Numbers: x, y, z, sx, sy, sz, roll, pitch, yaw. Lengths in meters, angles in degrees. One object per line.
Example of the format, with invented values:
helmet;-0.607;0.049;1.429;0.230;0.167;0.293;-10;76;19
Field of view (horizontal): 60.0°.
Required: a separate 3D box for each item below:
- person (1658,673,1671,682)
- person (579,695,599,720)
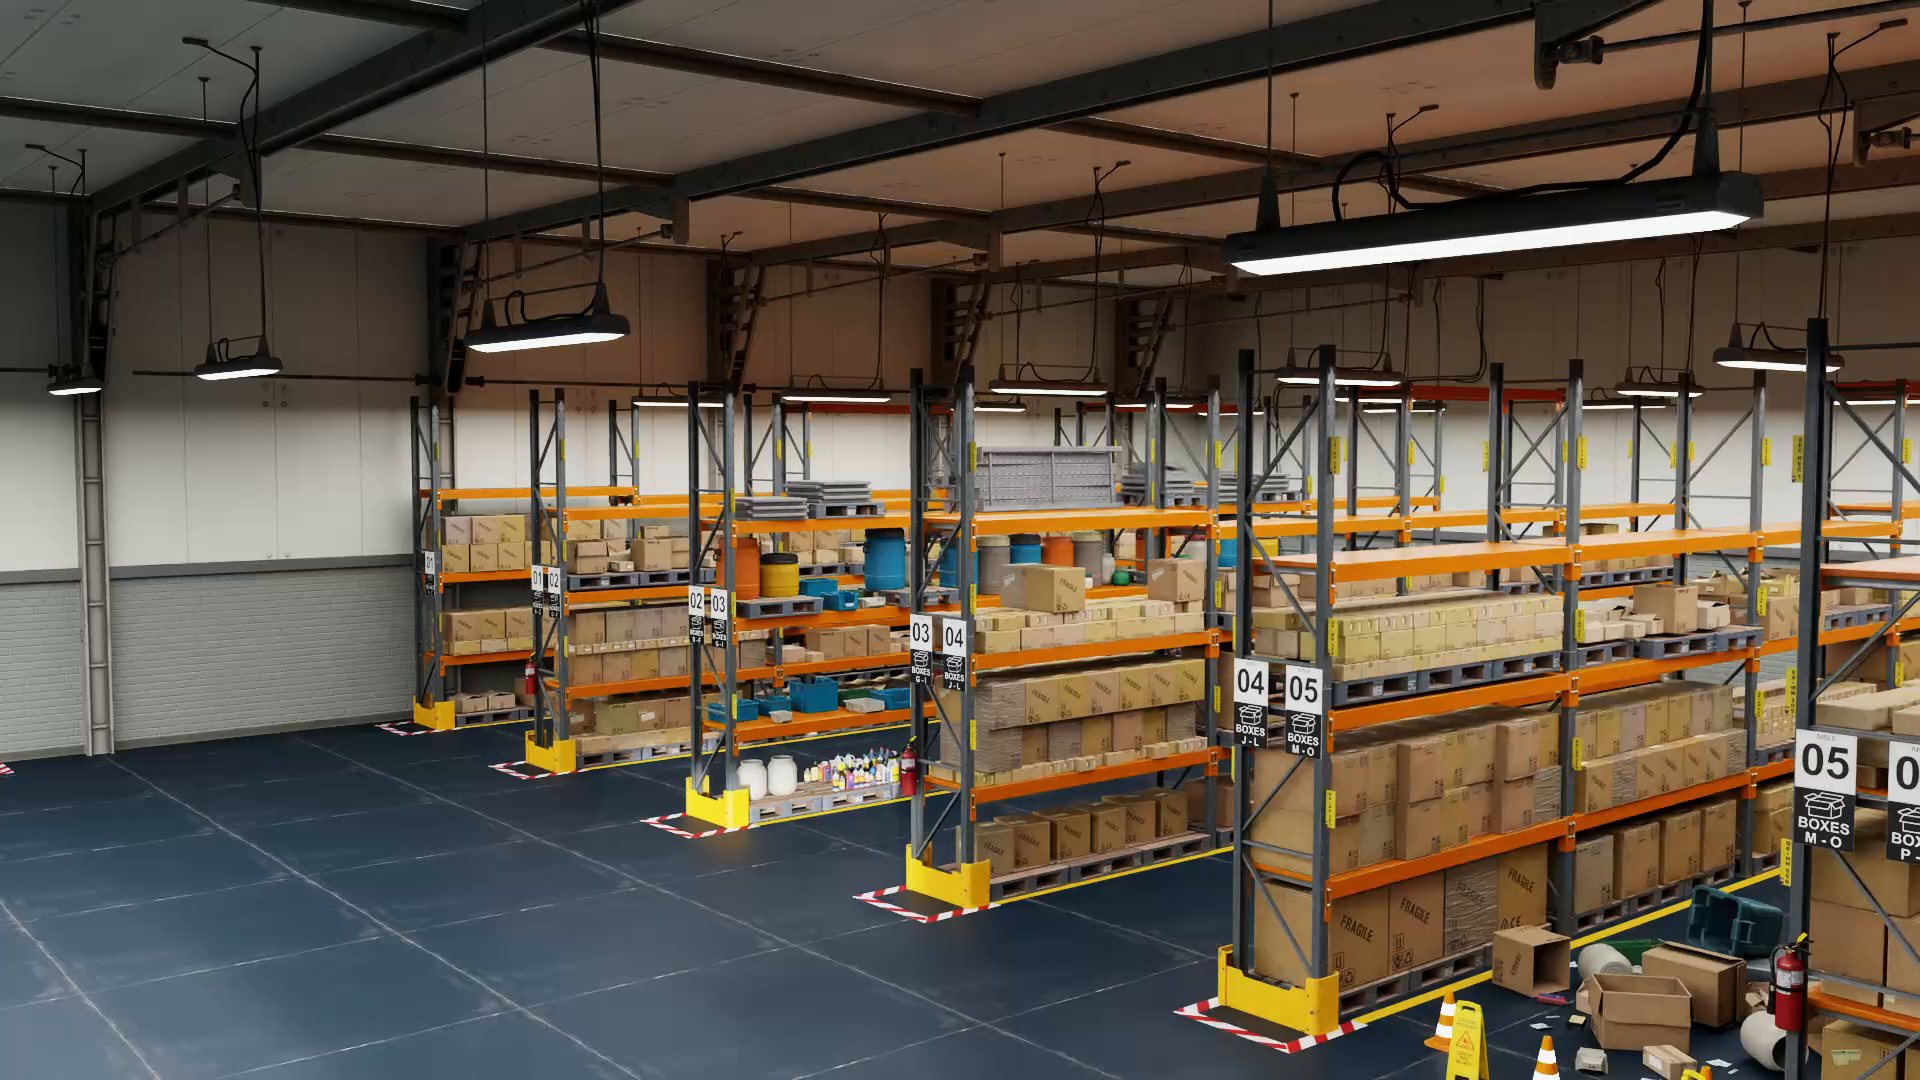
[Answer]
person;10.650;2.836;25.207;0.577;1.666;0.599;-3;4;-41
person;-6.372;2.599;28.797;0.677;1.756;0.695;3;4;39
